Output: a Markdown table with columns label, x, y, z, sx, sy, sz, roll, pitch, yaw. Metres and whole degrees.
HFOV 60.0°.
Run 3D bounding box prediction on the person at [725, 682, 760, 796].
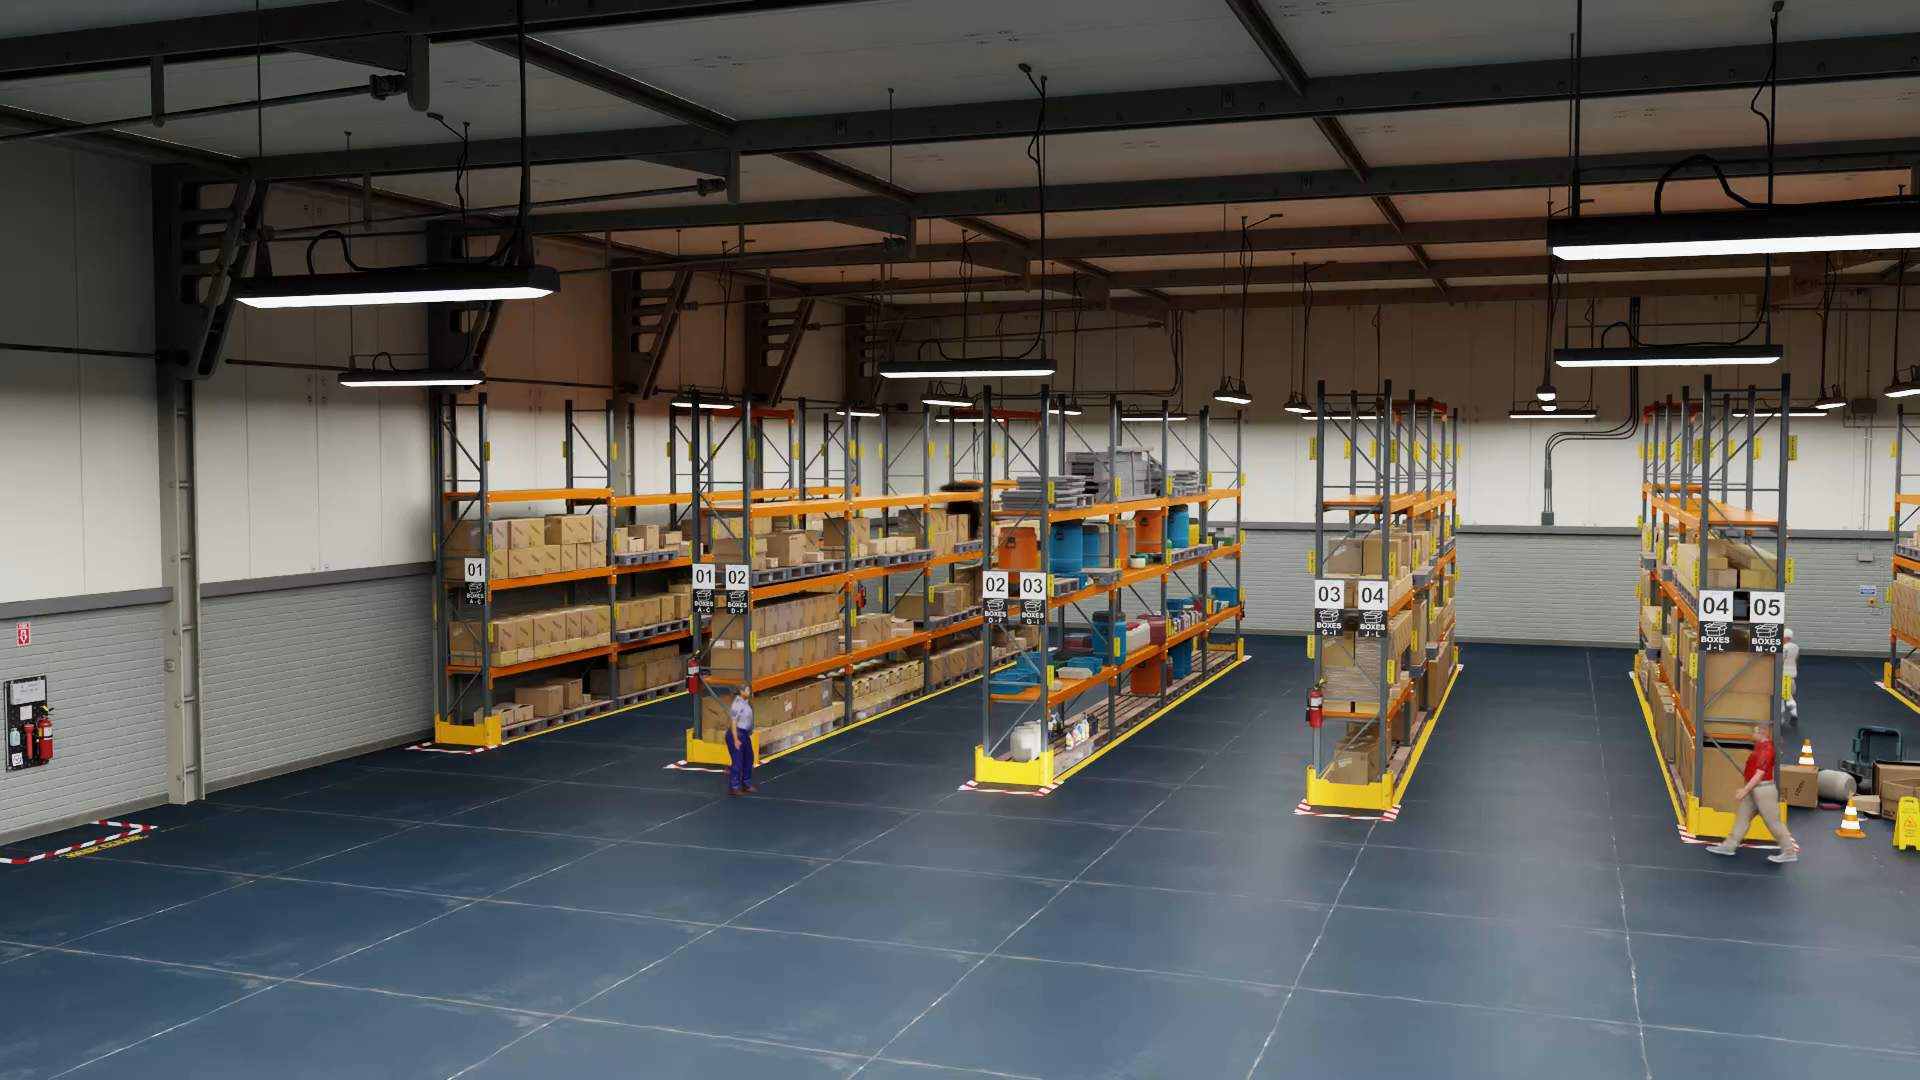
| label | x | y | z | sx | sy | sz | roll | pitch | yaw |
| --- | --- | --- | --- | --- | --- | --- | --- | --- | --- |
| person | -3.194 | 2.915 | 24.314 | 0.444 | 1.654 | 0.552 | 1 | 3 | 10 |

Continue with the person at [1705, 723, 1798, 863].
| label | x | y | z | sx | sy | sz | roll | pitch | yaw |
| --- | --- | --- | --- | --- | --- | --- | --- | --- | --- |
| person | 9.656 | 3.070 | 20.228 | 0.986 | 1.659 | 0.537 | 1 | 3 | 16 |

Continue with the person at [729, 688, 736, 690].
| label | x | y | z | sx | sy | sz | roll | pitch | yaw |
| --- | --- | --- | --- | --- | --- | --- | --- | --- | --- |
| person | -4.429 | 2.491 | 32.778 | 0.332 | 1.659 | 0.501 | 1 | 3 | 24 |

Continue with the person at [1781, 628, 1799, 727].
| label | x | y | z | sx | sy | sz | roll | pitch | yaw |
| --- | --- | --- | --- | --- | --- | --- | --- | --- | --- |
| person | 15.032 | 2.511 | 30.296 | 0.555 | 1.804 | 0.525 | 0 | 3 | 2 |
